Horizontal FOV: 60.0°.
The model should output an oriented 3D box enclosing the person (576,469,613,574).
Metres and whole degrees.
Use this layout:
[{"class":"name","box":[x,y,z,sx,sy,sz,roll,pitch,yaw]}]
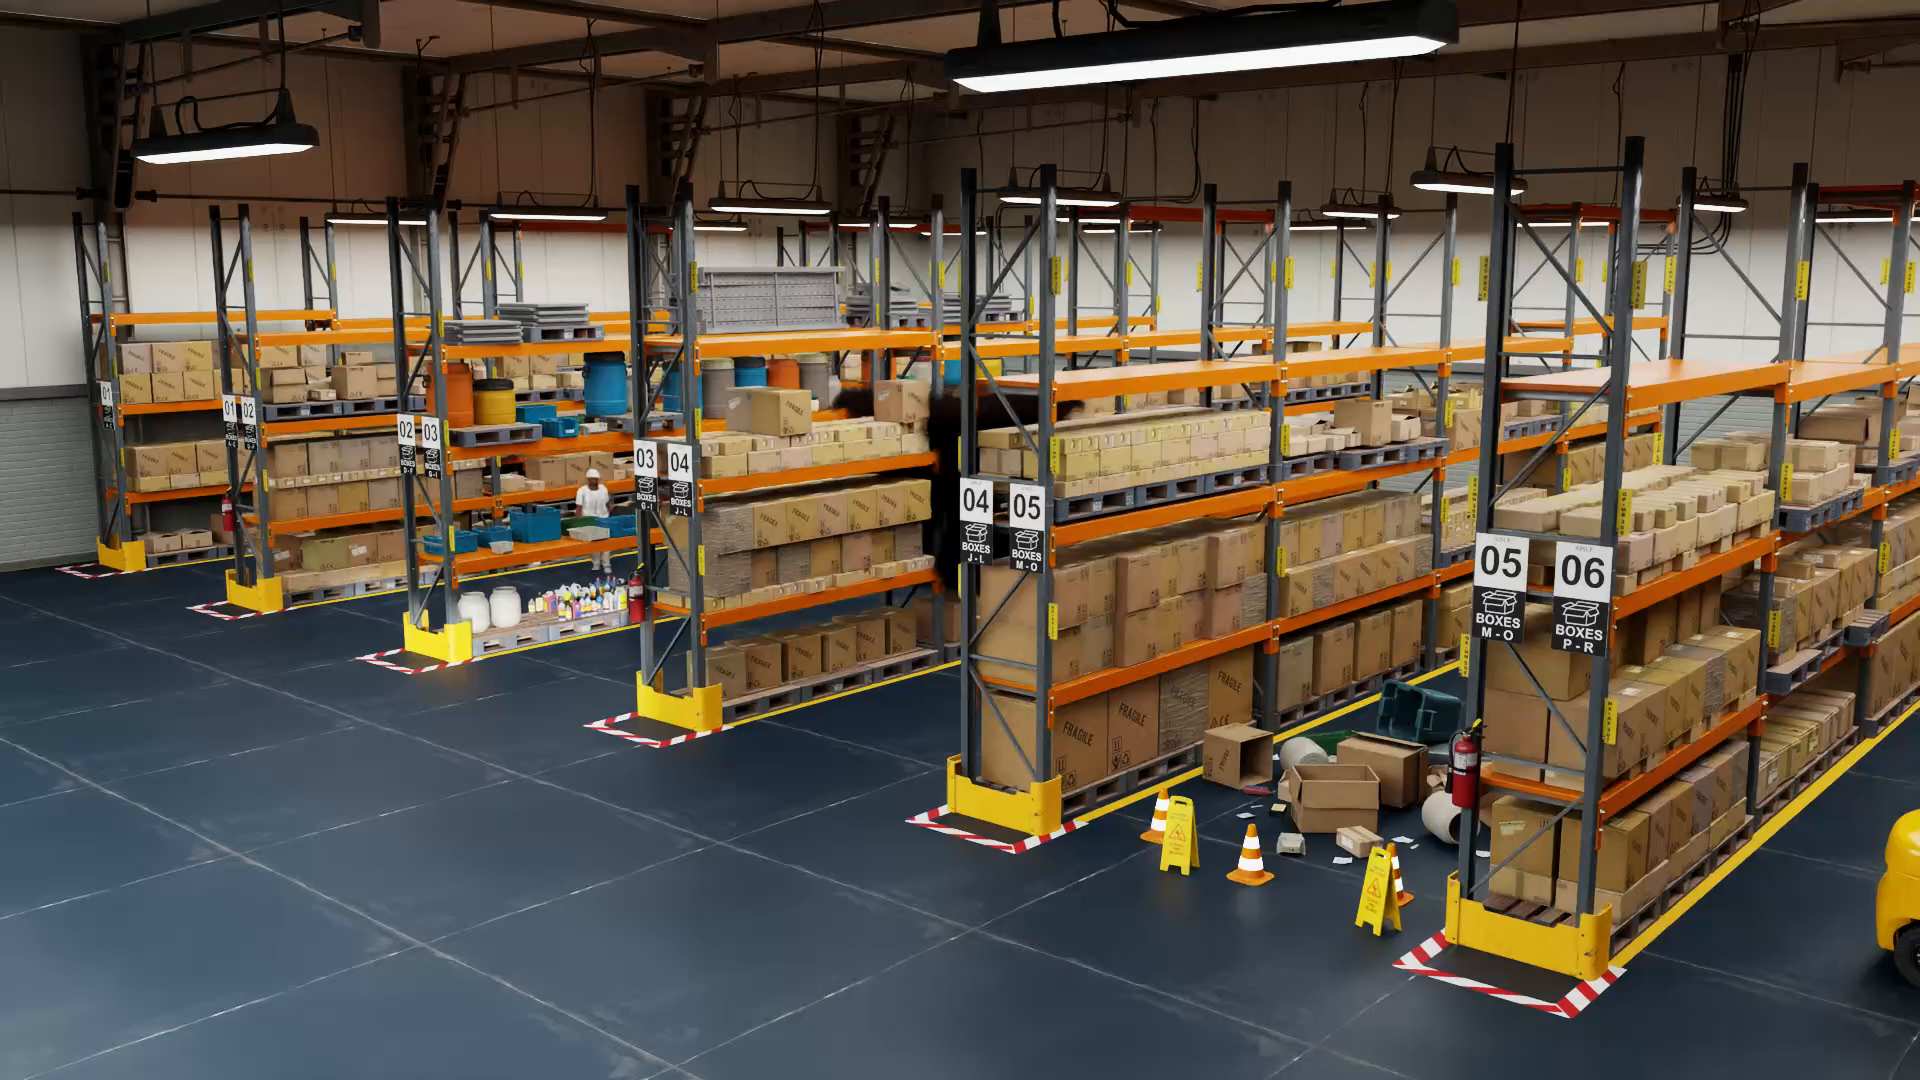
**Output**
[{"class":"person","box":[-6.139,-0.319,27.911,0.581,1.759,0.650,-1,10,-8]}]
